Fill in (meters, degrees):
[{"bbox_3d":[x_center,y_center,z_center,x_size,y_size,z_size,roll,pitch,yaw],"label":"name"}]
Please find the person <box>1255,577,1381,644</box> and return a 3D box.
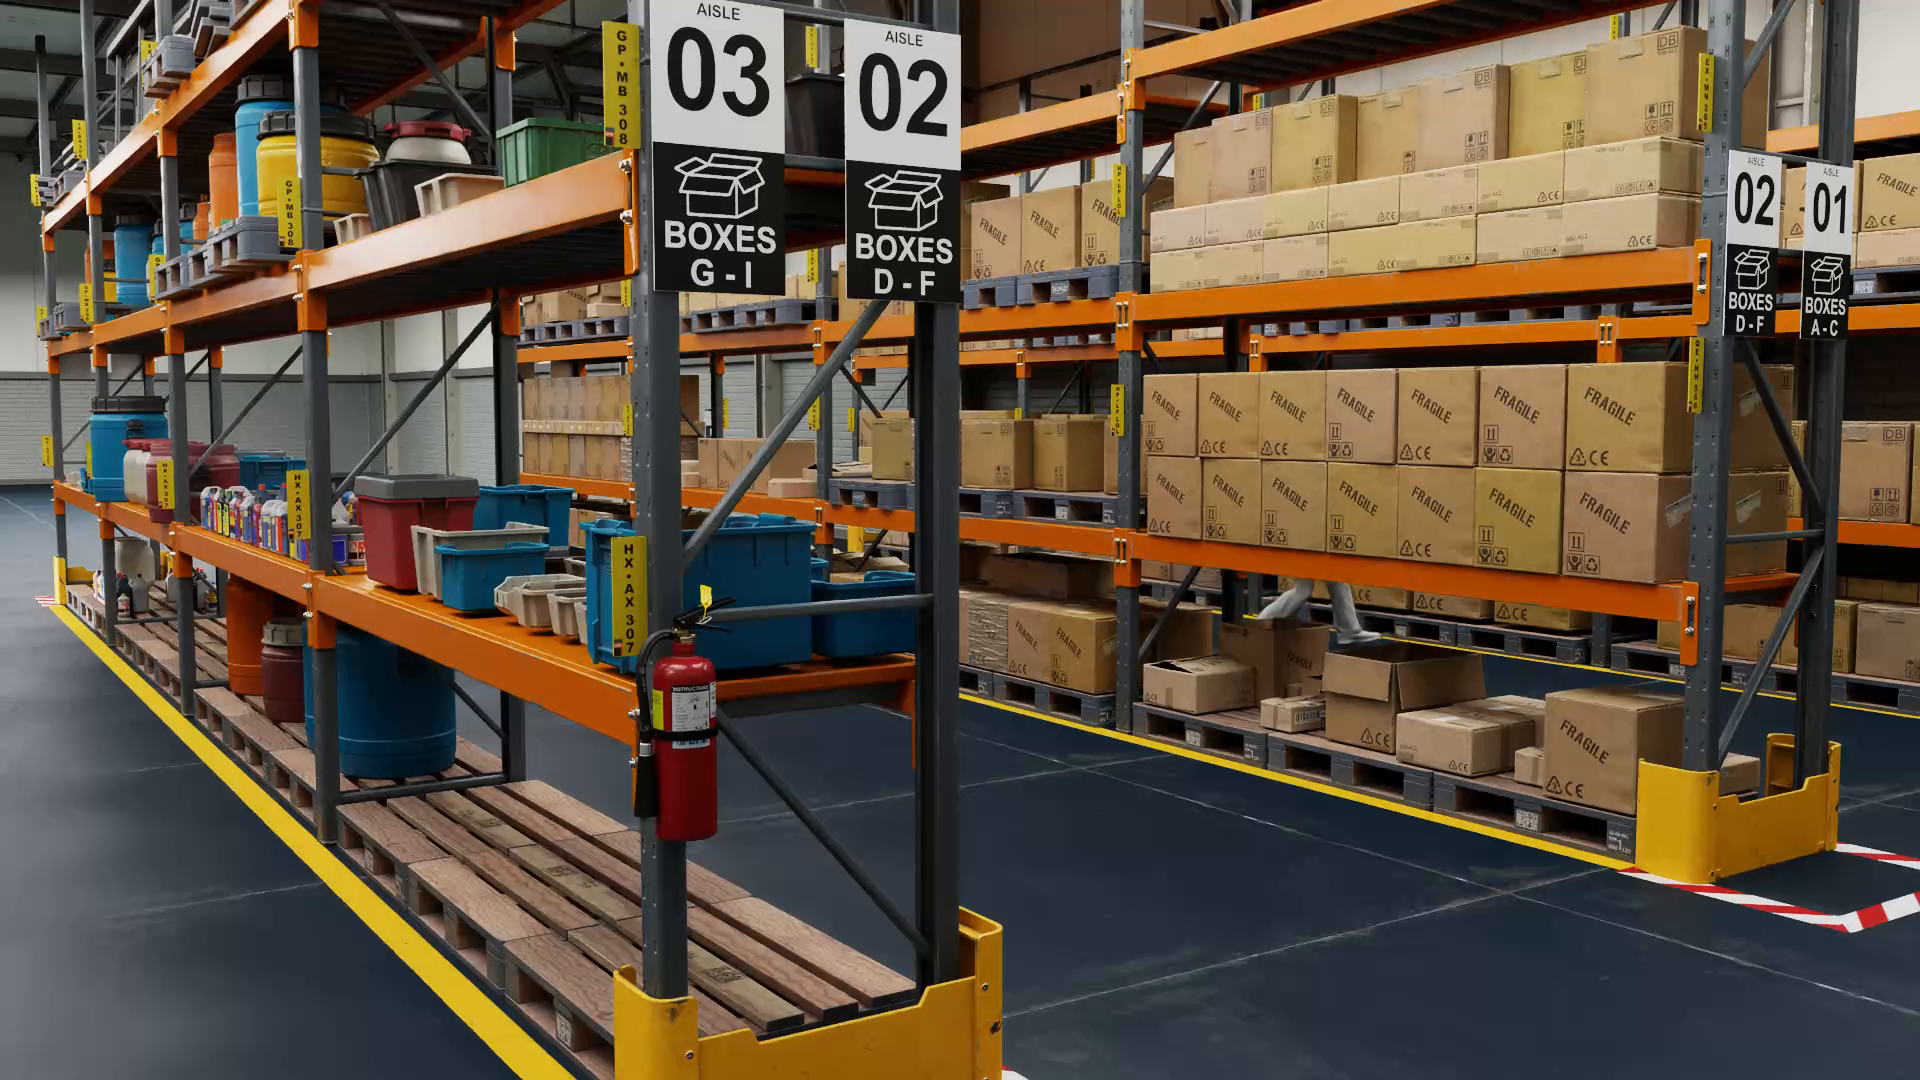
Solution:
[{"bbox_3d":[3.108,0.064,14.519,1.089,1.718,0.567,2,5,21],"label":"person"}]
